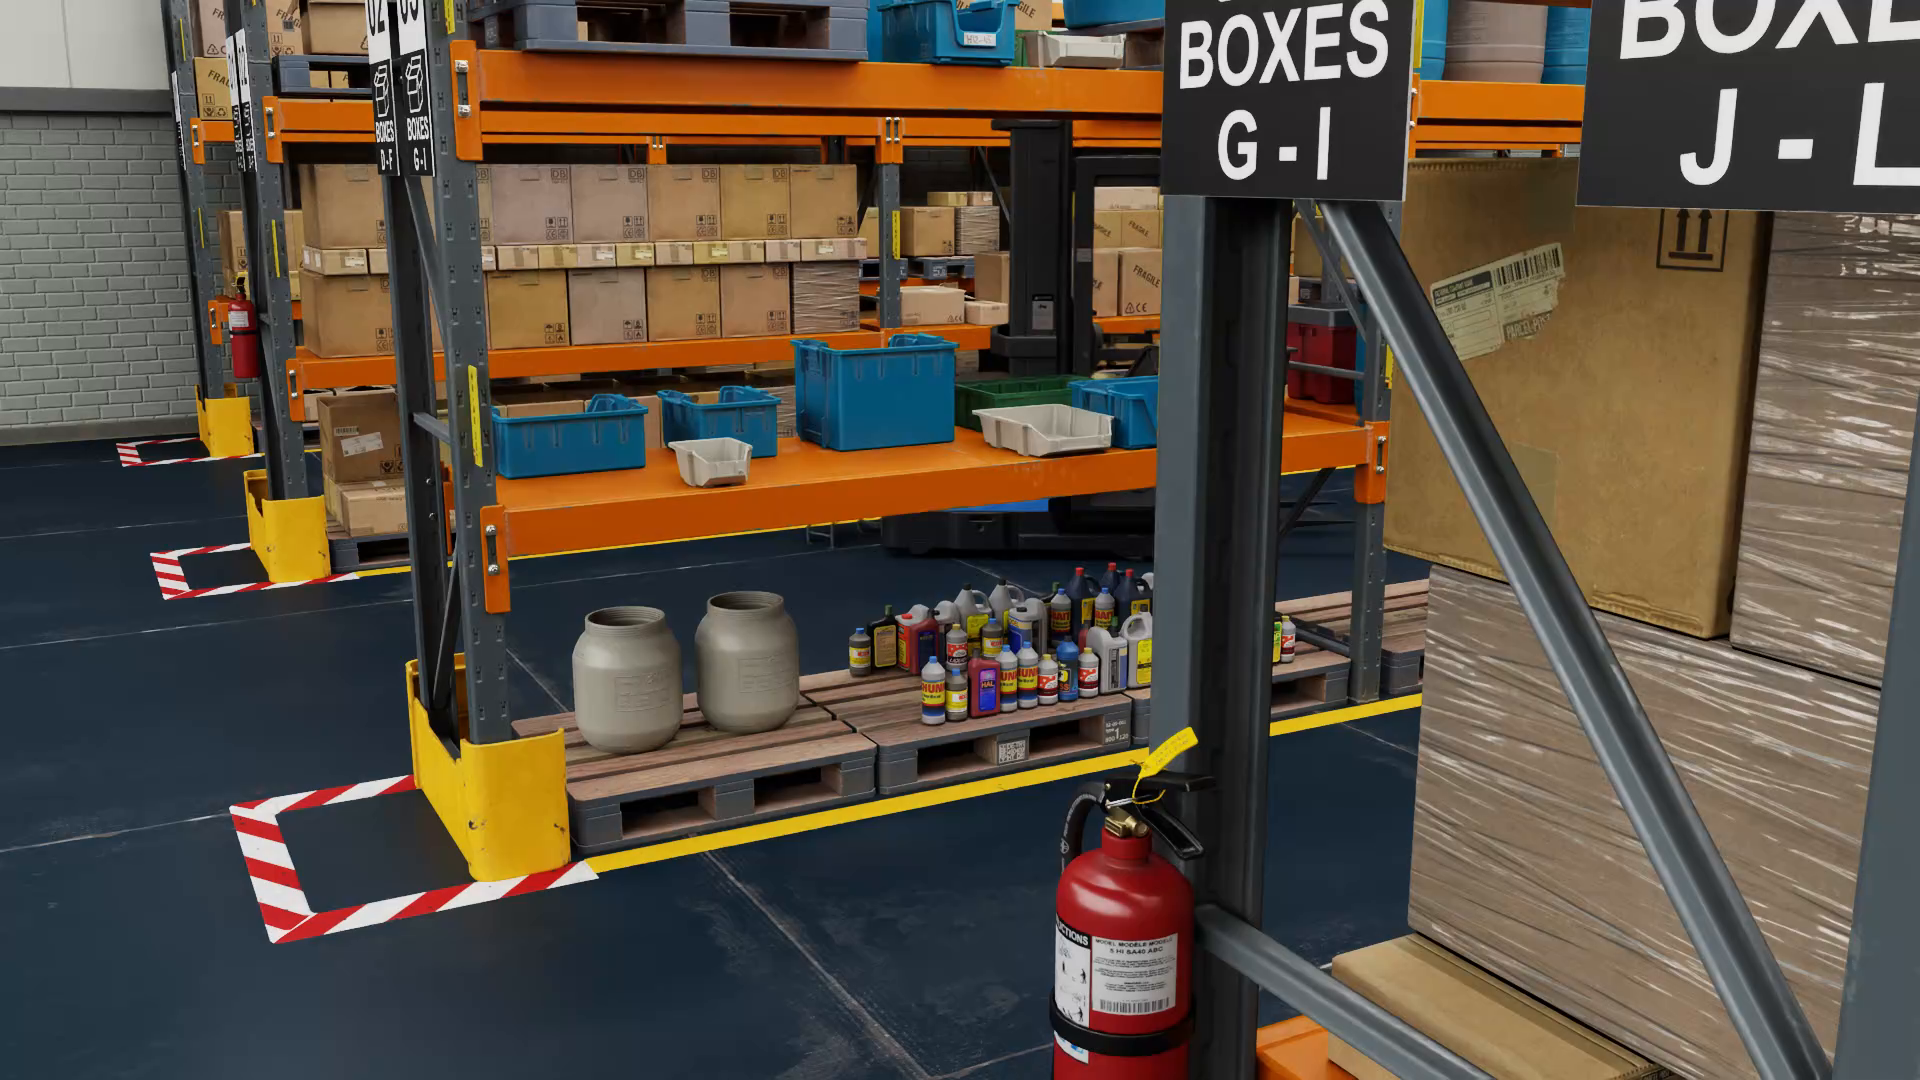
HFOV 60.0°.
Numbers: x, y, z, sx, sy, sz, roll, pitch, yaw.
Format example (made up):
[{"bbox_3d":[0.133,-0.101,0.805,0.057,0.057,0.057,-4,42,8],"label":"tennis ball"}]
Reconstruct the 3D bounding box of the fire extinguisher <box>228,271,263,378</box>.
[{"bbox_3d":[-4.546,-1.372,10.550,0.183,0.674,0.296,-7,14,-28],"label":"fire extinguisher"}]

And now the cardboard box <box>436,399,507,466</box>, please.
[{"bbox_3d":[-3.204,-0.629,10.668,0.500,0.500,0.500,-7,14,-28],"label":"cardboard box"}]

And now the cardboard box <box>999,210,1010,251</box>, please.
[{"bbox_3d":[0.714,-3.433,18.580,0.500,0.500,0.500,-7,14,-28],"label":"cardboard box"}]

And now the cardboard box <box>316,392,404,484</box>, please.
[{"bbox_3d":[-3.891,-0.676,10.878,0.500,0.500,0.500,-7,14,-28],"label":"cardboard box"}]

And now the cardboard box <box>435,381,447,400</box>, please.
[{"bbox_3d":[-4.777,-1.465,15.479,0.500,0.500,0.700,-8,15,-31],"label":"cardboard box"}]

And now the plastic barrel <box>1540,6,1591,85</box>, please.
[{"bbox_3d":[3.152,-2.739,8.476,0.708,0.901,0.600,-7,14,-28],"label":"plastic barrel"}]

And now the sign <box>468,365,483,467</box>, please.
[{"bbox_3d":[-1.589,-0.406,5.452,0.005,0.325,0.100,-7,14,-28],"label":"sign"}]

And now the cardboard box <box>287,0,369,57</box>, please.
[{"bbox_3d":[-3.713,-3.179,10.062,0.637,0.503,0.797,-6,14,-24],"label":"cardboard box"}]

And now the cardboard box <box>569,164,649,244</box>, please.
[{"bbox_3d":[-2.416,-2.229,10.999,0.500,0.500,0.700,-7,14,-28],"label":"cardboard box"}]

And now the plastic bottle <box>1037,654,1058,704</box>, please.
[{"bbox_3d":[0.367,0.585,7.049,0.097,0.201,0.097,0,13,0],"label":"plastic bottle"}]

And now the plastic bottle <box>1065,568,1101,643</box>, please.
[{"bbox_3d":[0.589,0.304,7.958,0.185,0.351,0.144,-8,15,-30],"label":"plastic bottle"}]

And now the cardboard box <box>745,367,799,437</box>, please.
[{"bbox_3d":[-1.265,-0.994,12.294,0.500,0.500,0.500,-7,14,-28],"label":"cardboard box"}]

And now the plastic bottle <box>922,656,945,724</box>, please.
[{"bbox_3d":[-0.108,0.608,6.788,0.097,0.271,0.097,0,13,0],"label":"plastic bottle"}]

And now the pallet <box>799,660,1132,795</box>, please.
[{"bbox_3d":[-0.020,0.754,7.280,1.213,0.211,1.003,-7,14,-28],"label":"pallet"}]

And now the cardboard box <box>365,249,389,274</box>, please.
[{"bbox_3d":[-3.541,-1.726,10.242,0.250,0.149,0.380,-7,15,-29],"label":"cardboard box"}]

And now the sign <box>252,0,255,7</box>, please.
[{"bbox_3d":[-3.959,-3.154,9.287,0.005,0.325,0.100,-7,14,-28],"label":"sign"}]

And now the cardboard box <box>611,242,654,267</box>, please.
[{"bbox_3d":[-2.191,-1.887,10.957,0.250,0.149,0.380,-6,14,-26],"label":"cardboard box"}]

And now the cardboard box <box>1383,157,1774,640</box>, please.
[{"bbox_3d":[0.888,-0.210,2.030,0.500,0.500,0.500,-7,14,-28],"label":"cardboard box"}]

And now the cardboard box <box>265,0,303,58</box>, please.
[{"bbox_3d":[-5.677,-4.334,14.151,0.500,0.500,0.500,-7,14,-29],"label":"cardboard box"}]

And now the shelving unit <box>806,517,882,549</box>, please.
[{"bbox_3d":[-0.762,-0.585,10.974,0.258,1.200,0.503,10,16,38],"label":"shelving unit"}]

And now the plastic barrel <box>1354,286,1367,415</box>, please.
[{"bbox_3d":[2.146,-1.025,7.692,0.708,0.901,0.600,-7,14,-28],"label":"plastic barrel"}]

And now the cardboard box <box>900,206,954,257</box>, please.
[{"bbox_3d":[-0.459,-3.277,17.607,0.500,0.500,0.700,-8,15,-33],"label":"cardboard box"}]

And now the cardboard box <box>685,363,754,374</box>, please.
[{"bbox_3d":[-2.447,-1.784,16.894,0.500,0.500,0.700,-6,14,-26],"label":"cardboard box"}]

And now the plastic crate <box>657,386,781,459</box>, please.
[{"bbox_3d":[-0.980,-0.483,6.761,0.408,0.251,0.499,-7,14,-28],"label":"plastic crate"}]

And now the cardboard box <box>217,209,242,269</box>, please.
[{"bbox_3d":[-6.284,-2.680,14.774,0.500,0.500,0.500,-7,14,-28],"label":"cardboard box"}]

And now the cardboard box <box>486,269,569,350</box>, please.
[{"bbox_3d":[-2.906,-1.535,10.872,0.500,0.500,0.700,-7,14,-27],"label":"cardboard box"}]

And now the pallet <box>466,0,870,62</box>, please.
[{"bbox_3d":[-1.076,-1.817,5.950,1.213,0.211,1.003,-7,14,-28],"label":"pallet"}]

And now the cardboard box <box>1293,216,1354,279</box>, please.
[{"bbox_3d":[3.301,-2.516,14.273,0.700,0.500,0.500,11,17,41],"label":"cardboard box"}]

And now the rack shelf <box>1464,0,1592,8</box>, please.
[{"bbox_3d":[2.280,-0.746,2.399,4.000,0.370,1.077,-7,14,-28],"label":"rack shelf"}]

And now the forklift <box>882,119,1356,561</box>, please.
[{"bbox_3d":[1.027,-1.415,10.722,3.031,2.935,1.130,0,13,2],"label":"forklift"}]

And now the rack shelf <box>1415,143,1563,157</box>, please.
[{"bbox_3d":[5.692,-4.872,20.734,4.000,0.370,1.077,-7,14,-28],"label":"rack shelf"}]

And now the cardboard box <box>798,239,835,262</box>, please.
[{"bbox_3d":[-1.062,-2.023,11.563,0.250,0.149,0.380,-7,15,-29],"label":"cardboard box"}]

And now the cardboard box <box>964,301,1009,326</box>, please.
[{"bbox_3d":[0.167,-1.685,12.336,0.250,0.149,0.380,-7,14,-28],"label":"cardboard box"}]

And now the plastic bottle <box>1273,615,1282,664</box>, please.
[{"bbox_3d":[1.398,0.426,7.568,0.133,0.283,0.061,-6,14,-25],"label":"plastic bottle"}]

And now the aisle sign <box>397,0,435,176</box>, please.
[{"bbox_3d":[-1.772,-1.582,5.386,0.004,0.787,0.394,-7,14,-28],"label":"aisle sign"}]

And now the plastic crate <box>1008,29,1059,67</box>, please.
[{"bbox_3d":[0.146,-2.045,7.015,0.450,0.188,0.336,-7,14,-28],"label":"plastic crate"}]

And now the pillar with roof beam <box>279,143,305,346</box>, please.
[{"bbox_3d":[-4.333,-4.625,11.162,0.400,9.000,9.100,-7,14,-28],"label":"pillar with roof beam"}]

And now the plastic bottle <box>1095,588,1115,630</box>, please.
[{"bbox_3d":[0.685,0.361,7.884,0.097,0.271,0.097,0,13,0],"label":"plastic bottle"}]

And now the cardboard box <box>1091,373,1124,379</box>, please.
[{"bbox_3d":[1.296,-1.203,13.651,0.500,0.311,0.500,-7,15,-29],"label":"cardboard box"}]

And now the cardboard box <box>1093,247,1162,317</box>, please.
[{"bbox_3d":[1.338,-2.043,13.130,0.500,0.500,0.500,-8,15,-31],"label":"cardboard box"}]

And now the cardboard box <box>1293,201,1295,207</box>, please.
[{"bbox_3d":[3.649,-4.021,19.483,0.500,0.250,0.500,-6,14,-26],"label":"cardboard box"}]

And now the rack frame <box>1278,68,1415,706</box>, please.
[{"bbox_3d":[1.662,-0.799,7.826,0.127,3.000,1.000,-7,14,-28],"label":"rack frame"}]

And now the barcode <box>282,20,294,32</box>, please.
[{"bbox_3d":[-4.185,-3.204,10.360,0.075,0.075,0.001,-7,14,-28],"label":"barcode"}]

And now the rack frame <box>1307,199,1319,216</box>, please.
[{"bbox_3d":[3.937,-3.549,20.049,0.127,3.000,1.000,-7,14,-28],"label":"rack frame"}]

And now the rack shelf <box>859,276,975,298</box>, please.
[{"bbox_3d":[-1.330,-2.567,17.323,4.000,0.370,1.077,-7,14,-28],"label":"rack shelf"}]

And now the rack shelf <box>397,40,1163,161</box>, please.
[{"bbox_3d":[-0.094,-1.701,6.641,4.000,0.370,1.077,-7,14,-28],"label":"rack shelf"}]

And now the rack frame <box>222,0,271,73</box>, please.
[{"bbox_3d":[-4.219,-4.260,9.541,0.127,3.000,1.000,-7,14,-28],"label":"rack frame"}]

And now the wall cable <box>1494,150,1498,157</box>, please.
[{"bbox_3d":[8.118,-4.783,23.216,1.851,1.984,0.084,-7,14,-28],"label":"wall cable"}]

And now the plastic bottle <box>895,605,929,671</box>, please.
[{"bbox_3d":[-0.213,0.437,7.535,0.135,0.276,0.152,-7,14,-27],"label":"plastic bottle"}]
